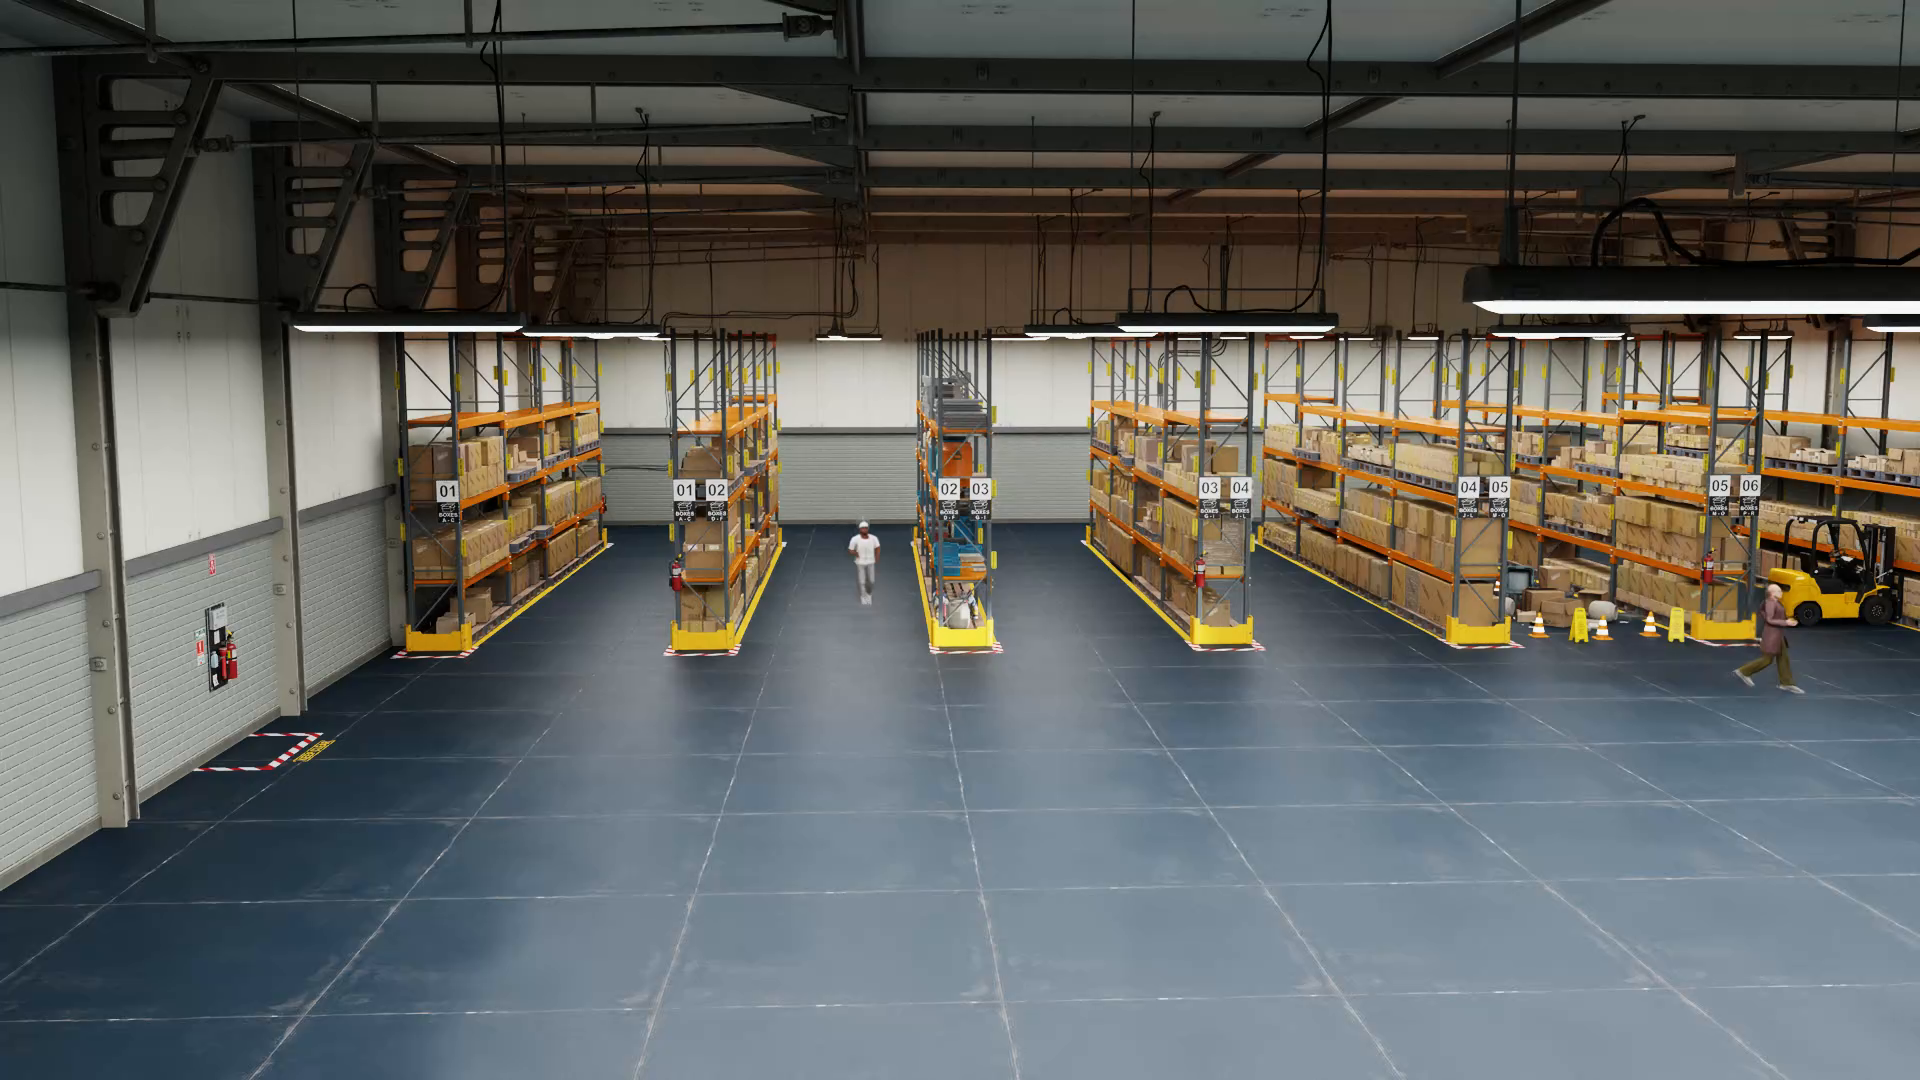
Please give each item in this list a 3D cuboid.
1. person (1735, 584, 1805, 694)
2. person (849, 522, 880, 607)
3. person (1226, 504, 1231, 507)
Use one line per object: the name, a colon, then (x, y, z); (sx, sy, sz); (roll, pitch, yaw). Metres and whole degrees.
person: (13.328, 1.611, 27.294); (1.049, 1.779, 0.710); (5, 8, 35)
person: (-1.956, 0.516, 34.540); (0.686, 1.786, 0.597); (-1, 7, -12)
person: (7.415, -0.556, 46.087); (0.695, 1.719, 0.532); (0, 7, 1)
